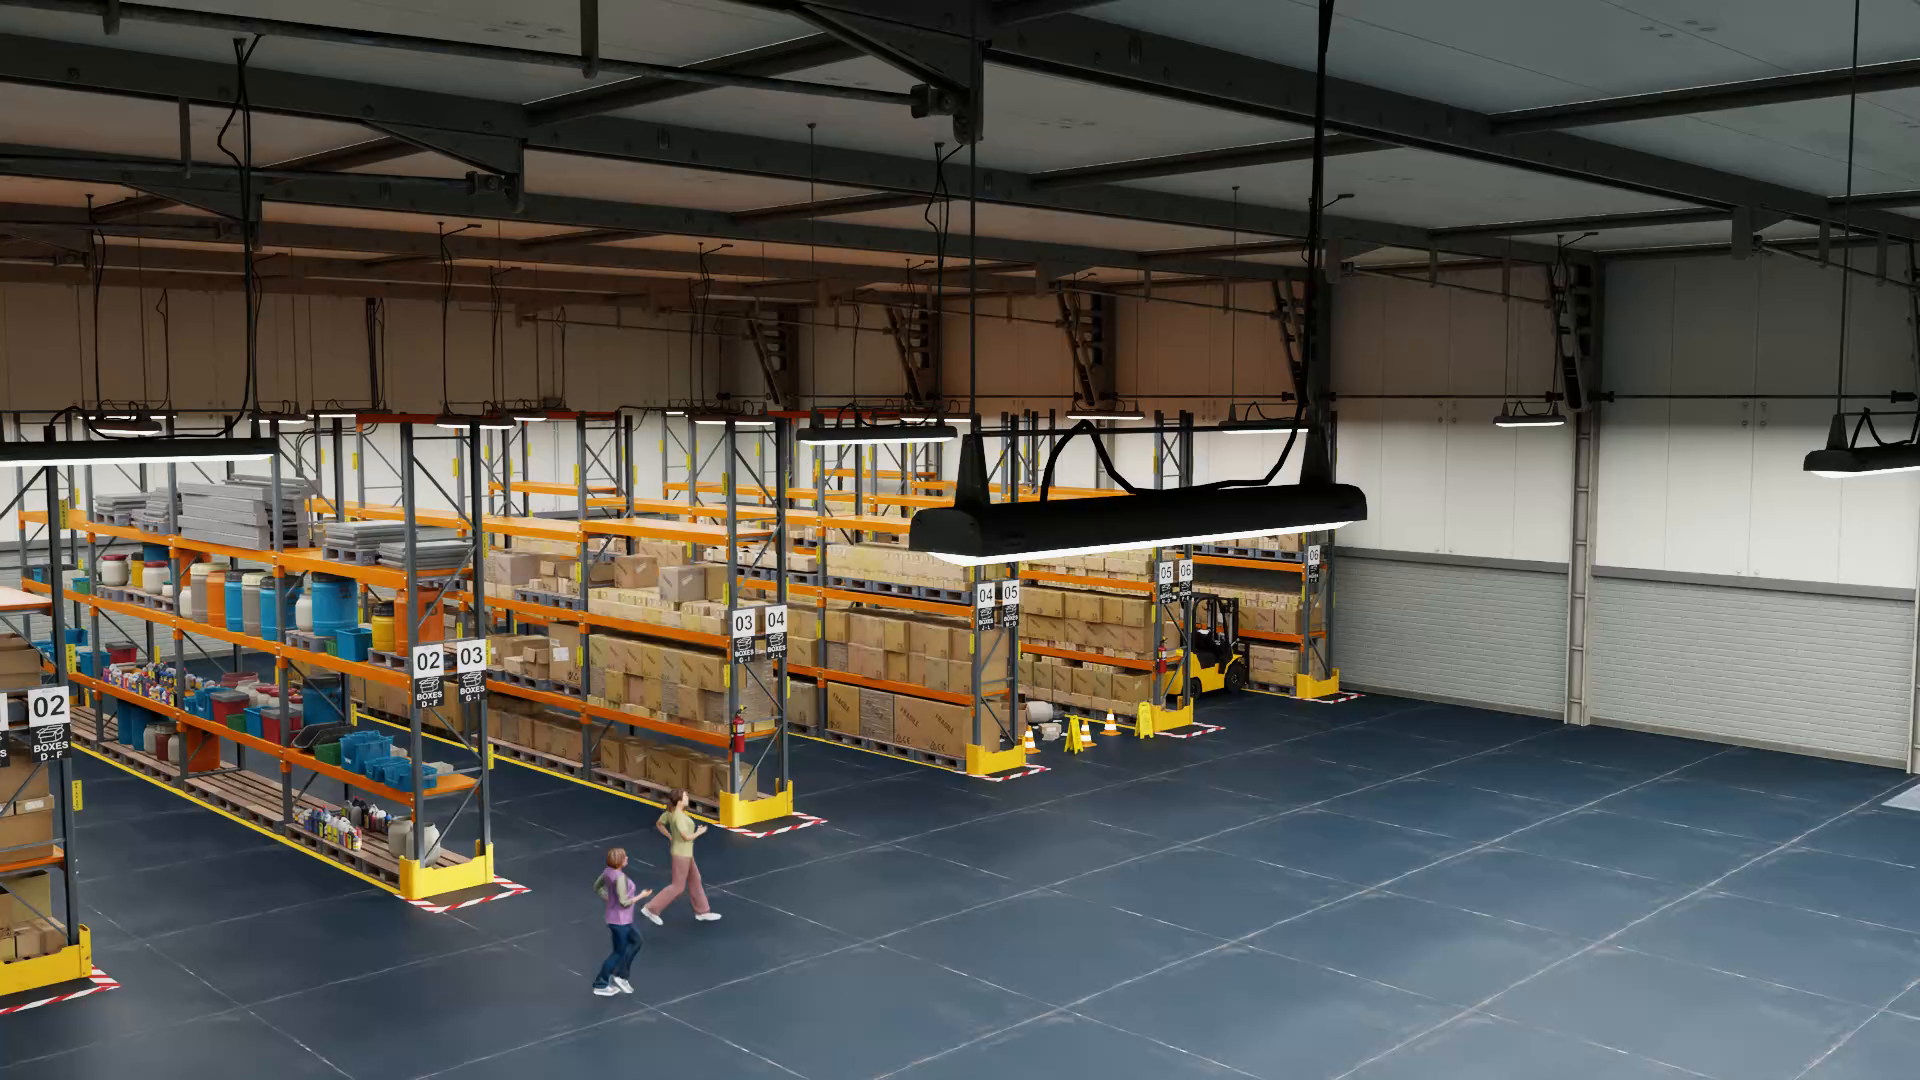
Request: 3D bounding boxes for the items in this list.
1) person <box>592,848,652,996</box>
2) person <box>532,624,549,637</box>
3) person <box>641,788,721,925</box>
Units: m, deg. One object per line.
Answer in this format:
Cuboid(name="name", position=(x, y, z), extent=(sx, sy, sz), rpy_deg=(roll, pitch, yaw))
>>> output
Cuboid(name="person", position=(-3.559, 4.018, 17.484), extent=(0.640, 1.618, 0.514), rpy_deg=(-2, 5, -21))
Cuboid(name="person", position=(-10.377, 1.925, 40.899), extent=(0.814, 1.720, 0.712), rpy_deg=(1, 5, 9))
Cuboid(name="person", position=(-3.322, 3.757, 19.765), extent=(0.970, 1.652, 0.575), rpy_deg=(-2, 5, -20))
